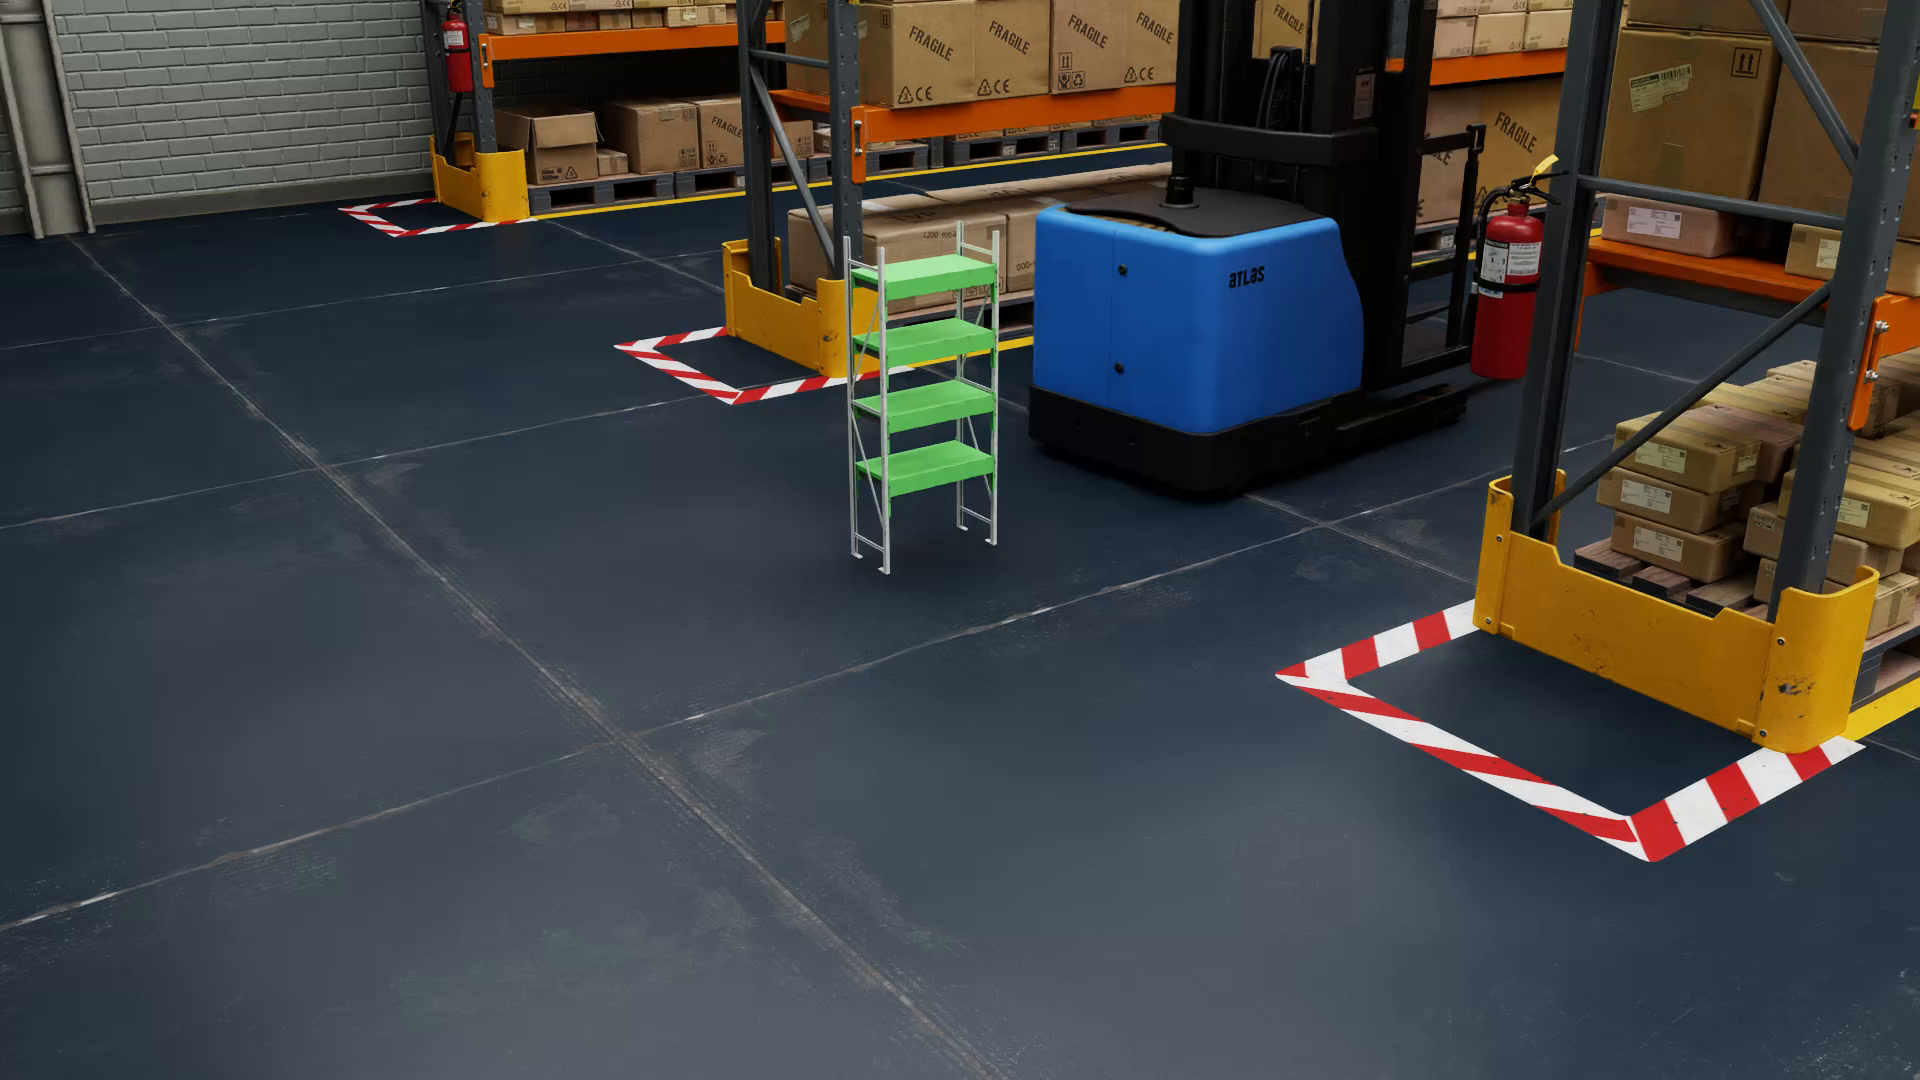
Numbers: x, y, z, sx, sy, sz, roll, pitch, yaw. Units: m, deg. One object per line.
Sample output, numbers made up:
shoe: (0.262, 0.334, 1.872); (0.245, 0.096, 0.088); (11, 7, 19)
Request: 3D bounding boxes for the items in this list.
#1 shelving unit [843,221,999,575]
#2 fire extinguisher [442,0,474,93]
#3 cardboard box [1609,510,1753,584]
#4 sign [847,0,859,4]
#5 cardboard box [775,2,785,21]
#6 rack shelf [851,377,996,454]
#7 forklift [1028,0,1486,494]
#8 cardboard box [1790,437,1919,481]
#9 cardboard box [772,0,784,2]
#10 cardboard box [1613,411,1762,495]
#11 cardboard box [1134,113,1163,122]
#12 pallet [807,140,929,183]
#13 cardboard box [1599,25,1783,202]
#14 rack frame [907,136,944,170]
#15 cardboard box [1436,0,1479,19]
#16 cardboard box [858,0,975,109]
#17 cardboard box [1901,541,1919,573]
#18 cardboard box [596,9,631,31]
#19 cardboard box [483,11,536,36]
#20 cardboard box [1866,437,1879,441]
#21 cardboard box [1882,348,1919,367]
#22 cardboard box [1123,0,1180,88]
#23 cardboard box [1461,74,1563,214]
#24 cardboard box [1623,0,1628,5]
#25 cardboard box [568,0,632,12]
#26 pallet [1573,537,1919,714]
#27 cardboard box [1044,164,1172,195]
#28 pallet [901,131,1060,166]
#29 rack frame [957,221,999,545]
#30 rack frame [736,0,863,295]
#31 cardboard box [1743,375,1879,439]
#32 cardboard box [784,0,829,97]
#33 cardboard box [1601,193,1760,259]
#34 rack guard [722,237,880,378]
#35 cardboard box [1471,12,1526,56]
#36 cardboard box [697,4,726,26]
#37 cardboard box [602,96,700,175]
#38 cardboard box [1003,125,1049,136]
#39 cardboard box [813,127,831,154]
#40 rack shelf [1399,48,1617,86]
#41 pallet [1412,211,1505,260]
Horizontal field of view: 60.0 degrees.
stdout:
shelving unit: (-0.134, -0.521, 6.084); (0.503, 1.200, 0.258); (-15, 26, -33)
fire extinguisher: (-3.580, -3.537, 11.820); (0.183, 0.674, 0.296); (-15, 26, -33)
cardboard box: (2.450, -0.004, 5.640); (0.250, 0.149, 0.380); (-14, 26, -32)
sign: (-0.509, -2.695, 7.827); (0.005, 0.325, 0.100); (-15, 26, -33)
cardboard box: (-1.410, -4.282, 13.419); (0.250, 0.149, 0.380); (-15, 26, -34)
rack shelf: (-0.134, -0.462, 6.108); (0.480, 0.148, 0.258); (-15, 26, -33)
forklift: (1.739, -1.991, 7.431); (3.031, 2.935, 1.130); (-18, 28, -38)
cardboard box: (2.921, -0.211, 5.355); (0.250, 0.149, 0.380); (-14, 26, -32)
cardboard box: (-1.565, -4.450, 13.303); (0.500, 0.250, 0.500); (-15, 26, -33)
cardboard box: (2.426, -0.295, 5.565); (0.250, 0.149, 0.380); (-15, 26, -32)
cardboard box: (1.710, -4.307, 15.948); (0.500, 0.500, 0.500); (-14, 25, -31)
pallet: (-1.042, -3.339, 14.479); (1.213, 0.211, 1.003); (-15, 26, -33)
cardboard box: (2.359, -1.316, 5.111); (0.500, 0.500, 0.500); (-14, 26, -32)
rack frame: (-0.484, -4.782, 14.334); (0.127, 3.000, 1.000); (-15, 26, -33)
cardboard box: (2.940, -3.463, 10.555); (0.500, 0.250, 0.500); (-16, 27, -34)
cardboard box: (-0.271, -2.488, 8.449); (0.500, 0.500, 0.500); (-15, 26, -33)
cardboard box: (2.975, -0.044, 5.339); (0.250, 0.149, 0.380); (-15, 26, -33)
cardboard box: (-2.690, -3.961, 12.615); (0.250, 0.149, 0.380); (-14, 26, -31)
cardboard box: (-3.304, -3.789, 12.182); (0.250, 0.149, 0.380); (-15, 26, -33)
cardboard box: (3.105, -0.306, 5.995); (0.250, 0.149, 0.380); (-15, 26, -33)
cardboard box: (3.707, -0.627, 6.398); (0.250, 0.149, 0.380); (-15, 26, -33)
cardboard box: (0.943, -2.824, 9.291); (0.500, 0.500, 0.500); (-14, 26, -31)
cardboard box: (3.604, -2.854, 11.802); (0.875, 0.875, 0.875); (-14, 26, -31)
cardboard box: (4.603, -3.908, 11.670); (0.500, 0.250, 0.500); (-16, 27, -34)
cardboard box: (-2.796, -4.112, 12.454); (0.500, 0.250, 0.500); (-15, 26, -32)
pallet: (2.886, 0.157, 5.719); (1.213, 0.211, 1.003); (-15, 26, -33)
cardboard box: (1.120, -1.997, 10.245); (0.875, 0.438, 0.875); (-16, 27, -34)
pallet: (0.155, -3.675, 15.321); (1.213, 0.211, 1.003); (-15, 26, -33)
rack frame: (0.064, -0.574, 6.217); (0.015, 1.200, 0.240); (-15, 26, -33)
rack frame: (-0.829, -2.424, 8.424); (0.127, 3.000, 1.000); (-15, 26, -33)
cardboard box: (3.047, -0.463, 5.987); (0.250, 0.149, 0.380); (-16, 27, -35)
cardboard box: (-0.592, -2.655, 8.867); (0.500, 0.500, 0.500); (-15, 26, -33)
cardboard box: (2.244, -0.996, 5.183); (0.250, 0.149, 0.380); (-15, 26, -33)
rack guard: (-0.848, -1.258, 8.874); (0.348, 0.500, 1.175); (-15, 26, -33)
cardboard box: (3.349, -3.349, 10.943); (0.500, 0.250, 0.500); (-16, 27, -34)
cardboard box: (-2.027, -4.116, 13.002); (0.250, 0.149, 0.380); (-14, 26, -32)
cardboard box: (-2.462, -3.228, 13.244); (0.500, 0.500, 0.700); (-14, 26, -31)
cardboard box: (0.467, -3.972, 15.109); (0.500, 0.500, 0.500); (-15, 26, -34)
cardboard box: (-1.054, -3.421, 14.046); (0.258, 0.266, 0.396); (-14, 26, -31)
rack shelf: (4.042, -3.389, 11.812); (4.000, 0.370, 1.077); (-15, 26, -33)
pallet: (3.001, -2.185, 11.586); (1.213, 0.211, 1.003); (-15, 26, -33)
